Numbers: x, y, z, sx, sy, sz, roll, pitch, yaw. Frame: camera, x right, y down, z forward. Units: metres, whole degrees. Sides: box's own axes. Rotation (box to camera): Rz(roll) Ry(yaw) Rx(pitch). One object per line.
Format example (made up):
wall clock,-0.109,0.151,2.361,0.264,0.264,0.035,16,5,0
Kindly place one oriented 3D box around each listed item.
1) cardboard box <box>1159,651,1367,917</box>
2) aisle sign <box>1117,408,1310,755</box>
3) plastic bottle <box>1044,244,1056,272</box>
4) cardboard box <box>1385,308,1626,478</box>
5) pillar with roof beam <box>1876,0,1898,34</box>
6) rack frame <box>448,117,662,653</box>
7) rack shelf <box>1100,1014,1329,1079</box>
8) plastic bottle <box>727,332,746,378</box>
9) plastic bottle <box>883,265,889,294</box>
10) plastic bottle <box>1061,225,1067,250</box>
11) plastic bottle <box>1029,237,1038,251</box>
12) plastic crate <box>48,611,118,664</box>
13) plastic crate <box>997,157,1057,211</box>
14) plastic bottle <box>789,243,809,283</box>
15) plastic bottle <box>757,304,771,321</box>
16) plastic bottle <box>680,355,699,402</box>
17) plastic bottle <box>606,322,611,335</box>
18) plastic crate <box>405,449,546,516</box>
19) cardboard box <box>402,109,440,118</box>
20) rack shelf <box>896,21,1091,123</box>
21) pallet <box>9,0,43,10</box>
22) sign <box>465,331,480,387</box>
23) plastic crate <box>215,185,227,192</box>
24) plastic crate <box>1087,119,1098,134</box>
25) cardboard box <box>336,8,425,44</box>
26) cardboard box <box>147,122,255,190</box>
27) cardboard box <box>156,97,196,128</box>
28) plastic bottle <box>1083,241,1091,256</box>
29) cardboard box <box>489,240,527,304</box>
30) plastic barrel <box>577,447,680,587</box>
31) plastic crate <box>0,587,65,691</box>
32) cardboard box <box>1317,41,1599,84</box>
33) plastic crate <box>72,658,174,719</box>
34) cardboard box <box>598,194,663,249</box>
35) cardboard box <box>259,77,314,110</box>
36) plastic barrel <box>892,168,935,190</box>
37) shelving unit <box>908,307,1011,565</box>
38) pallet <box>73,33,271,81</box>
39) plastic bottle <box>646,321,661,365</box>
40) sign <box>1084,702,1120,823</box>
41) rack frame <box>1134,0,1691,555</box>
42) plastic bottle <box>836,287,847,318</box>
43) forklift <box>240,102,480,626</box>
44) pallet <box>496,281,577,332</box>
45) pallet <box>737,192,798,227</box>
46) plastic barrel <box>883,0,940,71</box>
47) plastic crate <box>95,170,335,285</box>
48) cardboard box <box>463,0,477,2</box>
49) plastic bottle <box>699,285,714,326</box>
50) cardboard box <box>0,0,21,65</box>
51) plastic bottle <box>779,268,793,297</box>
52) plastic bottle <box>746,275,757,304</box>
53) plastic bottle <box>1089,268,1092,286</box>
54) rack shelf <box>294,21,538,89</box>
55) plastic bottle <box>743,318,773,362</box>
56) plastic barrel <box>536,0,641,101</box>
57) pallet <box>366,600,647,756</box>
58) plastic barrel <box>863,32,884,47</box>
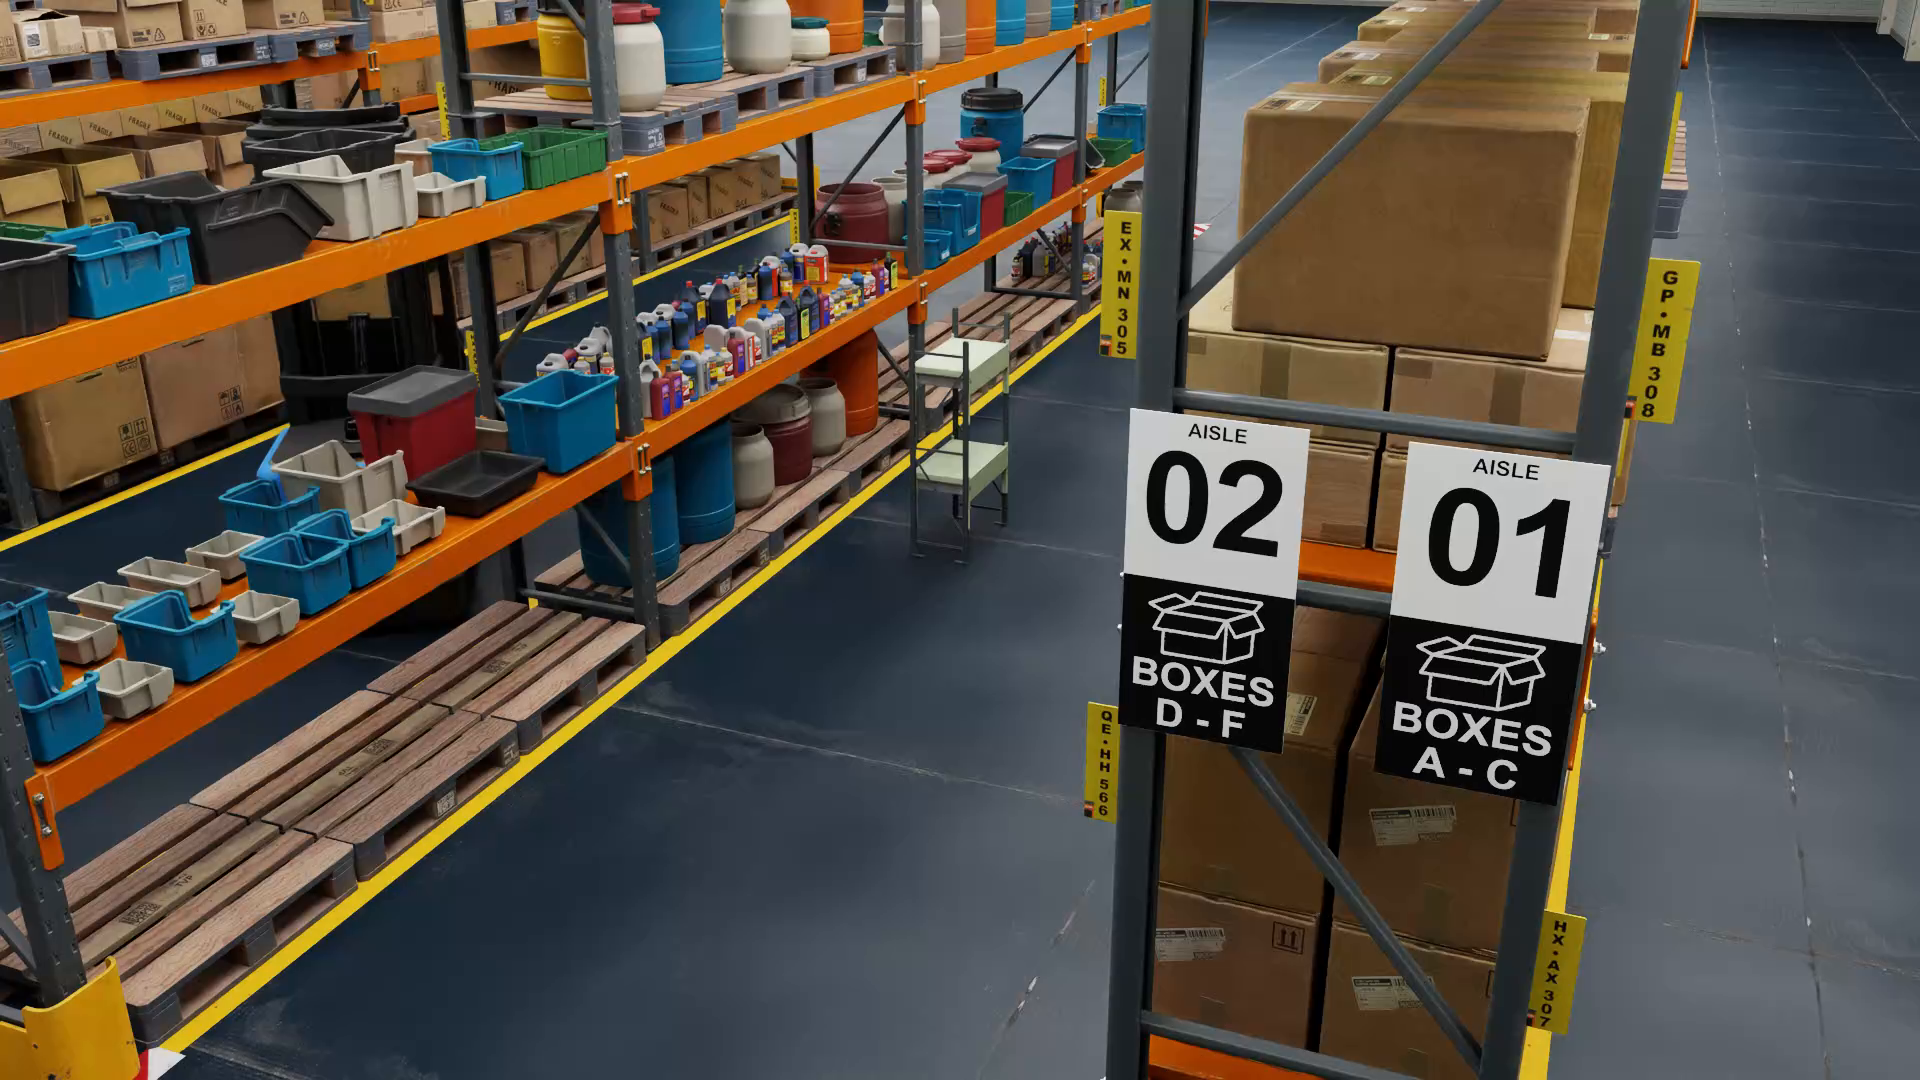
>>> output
cardboard box,0.778,0.615,4.459,0.500,0.500,0.500,9,24,20
aisle sign,0.558,0.102,3.741,0.394,0.787,0.004,9,24,20
plastic bottle,0.918,-2.958,17.403,0.152,0.276,0.135,9,24,20
cardboard box,1.301,-0.371,3.900,0.500,0.250,0.500,9,24,20
pillar with roof beam,19.101,-17.442,41.333,9.100,9.000,0.400,9,24,20
rack frame,-2.244,-0.821,9.323,1.000,3.000,0.127,9,24,20
rack shelf,1.611,0.937,6.047,1.077,0.370,4.000,9,24,20
plastic bottle,-1.382,-1.155,10.274,0.061,0.283,0.133,9,24,20
plastic bottle,-0.572,-1.916,12.203,0.097,0.201,0.097,0,23,0
plastic bottle,1.124,-3.332,18.305,0.097,0.271,0.097,0,23,0
plastic bottle,0.771,-3.005,17.417,0.144,0.351,0.185,8,24,17
plastic crate,-3.595,0.387,6.696,0.396,0.136,0.243,9,24,20
plastic crate,0.607,-3.237,15.128,0.392,0.384,0.575,9,24,20
plastic bottle,-1.219,-2.086,12.514,0.152,0.276,0.135,9,24,20
plastic bottle,-1.281,-1.415,10.912,0.097,0.271,0.097,0,23,0
plastic bottle,-1.600,-0.958,9.818,0.097,0.271,0.097,0,23,0
plastic bottle,-2.137,-1.240,10.390,0.144,0.351,0.185,9,24,20
plastic crate,-2.410,-0.282,8.313,0.437,0.125,0.590,9,24,20
cardboard box,-7.468,-5.216,22.058,0.875,0.875,0.875,8,24,19
rack shelf,-0.015,-4.020,14.024,1.077,0.370,4.000,9,24,20
pallet,-9.734,-5.242,16.262,1.213,0.211,1.003,10,25,22
sign,-2.754,-1.028,9.460,0.100,0.325,0.005,9,24,20
plastic crate,-3.192,-1.427,7.224,0.437,0.136,0.530,9,24,20
plastic crate,1.582,-4.719,18.998,0.298,0.136,0.250,9,24,20
cardboard box,-4.946,-4.408,14.214,0.500,0.250,0.500,9,24,21
cardboard box,-5.888,-2.978,13.057,0.797,0.503,0.637,9,24,21
cardboard box,-8.759,-4.598,18.237,0.500,0.500,0.500,9,24,21
plastic bottle,1.279,-2.914,17.201,0.144,0.351,0.185,9,24,20
cardboard box,-4.728,-2.658,16.393,0.700,0.500,0.500,11,25,24
plastic barrel,-2.026,-0.238,10.107,0.600,0.901,0.708,9,24,20
plastic crate,-3.779,0.420,6.229,0.616,0.435,0.499,9,24,20
cardboard box,1.394,-1.118,4.715,0.700,0.500,0.500,9,24,20
plastic crate,-3.136,0.561,6.280,0.250,0.136,0.298,9,24,20
cardboard box,-3.685,-3.570,18.604,0.500,0.500,0.500,8,24,18
cardboard box,-8.312,-5.342,19.952,0.875,0.550,0.550,9,24,20
plastic barrel,-0.418,-2.853,14.044,0.421,0.512,0.421,0,23,0
shelving unit,0.002,-0.694,10.967,0.431,1.500,0.755,9,24,20
pallet,-5.959,-3.620,12.377,1.003,0.211,1.213,10,25,22
plastic bottle,-1.952,-1.249,10.514,0.097,0.271,0.097,0,23,0
sign,0.360,0.555,4.118,0.100,0.325,0.005,9,24,20
rack frame,0.868,-1.447,3.039,1.000,3.000,0.127,9,24,20
plastic bottle,-0.838,-1.659,11.588,0.097,0.201,0.097,0,23,0
forklift,-3.759,-1.350,10.680,1.130,2.935,3.031,-4,23,-9
pallet,-4.610,-2.389,16.695,1.003,0.211,1.213,9,24,20
pallet,-2.748,-4.224,21.090,1.003,0.211,1.213,9,24,20
plastic barrel,-0.358,-3.755,12.311,0.421,0.512,0.421,0,23,0
plastic crate,-2.907,-1.252,6.545,0.504,0.338,0.767,9,24,20
cardboard box,-4.571,-5.115,14.935,0.500,0.500,0.500,8,24,19
plastic bottle,-1.734,-1.590,11.326,0.152,0.276,0.135,9,24,20
cardboard box,-6.636,-3.363,10.843,0.700,0.500,0.500,9,24,21
plastic bottle,-1.268,-1.875,12.105,0.097,0.201,0.097,0,23,0
plastic bottle,-1.509,-1.801,11.928,0.097,0.201,0.097,0,23,0
plastic bottle,1.291,-2.683,16.841,0.097,0.201,0.097,0,23,0
rack shelf,-4.614,-4.729,15.721,1.077,0.370,4.000,9,24,20
plastic bottle,-1.288,-1.289,10.605,0.152,0.276,0.135,9,24,20
plastic barrel,-2.093,-2.841,9.479,0.600,0.588,0.600,0,23,0
pallet,-2.481,0.735,9.217,1.003,0.211,1.213,9,24,20
plastic barrel,-0.714,-3.660,12.431,0.294,0.245,0.294,0,23,0
